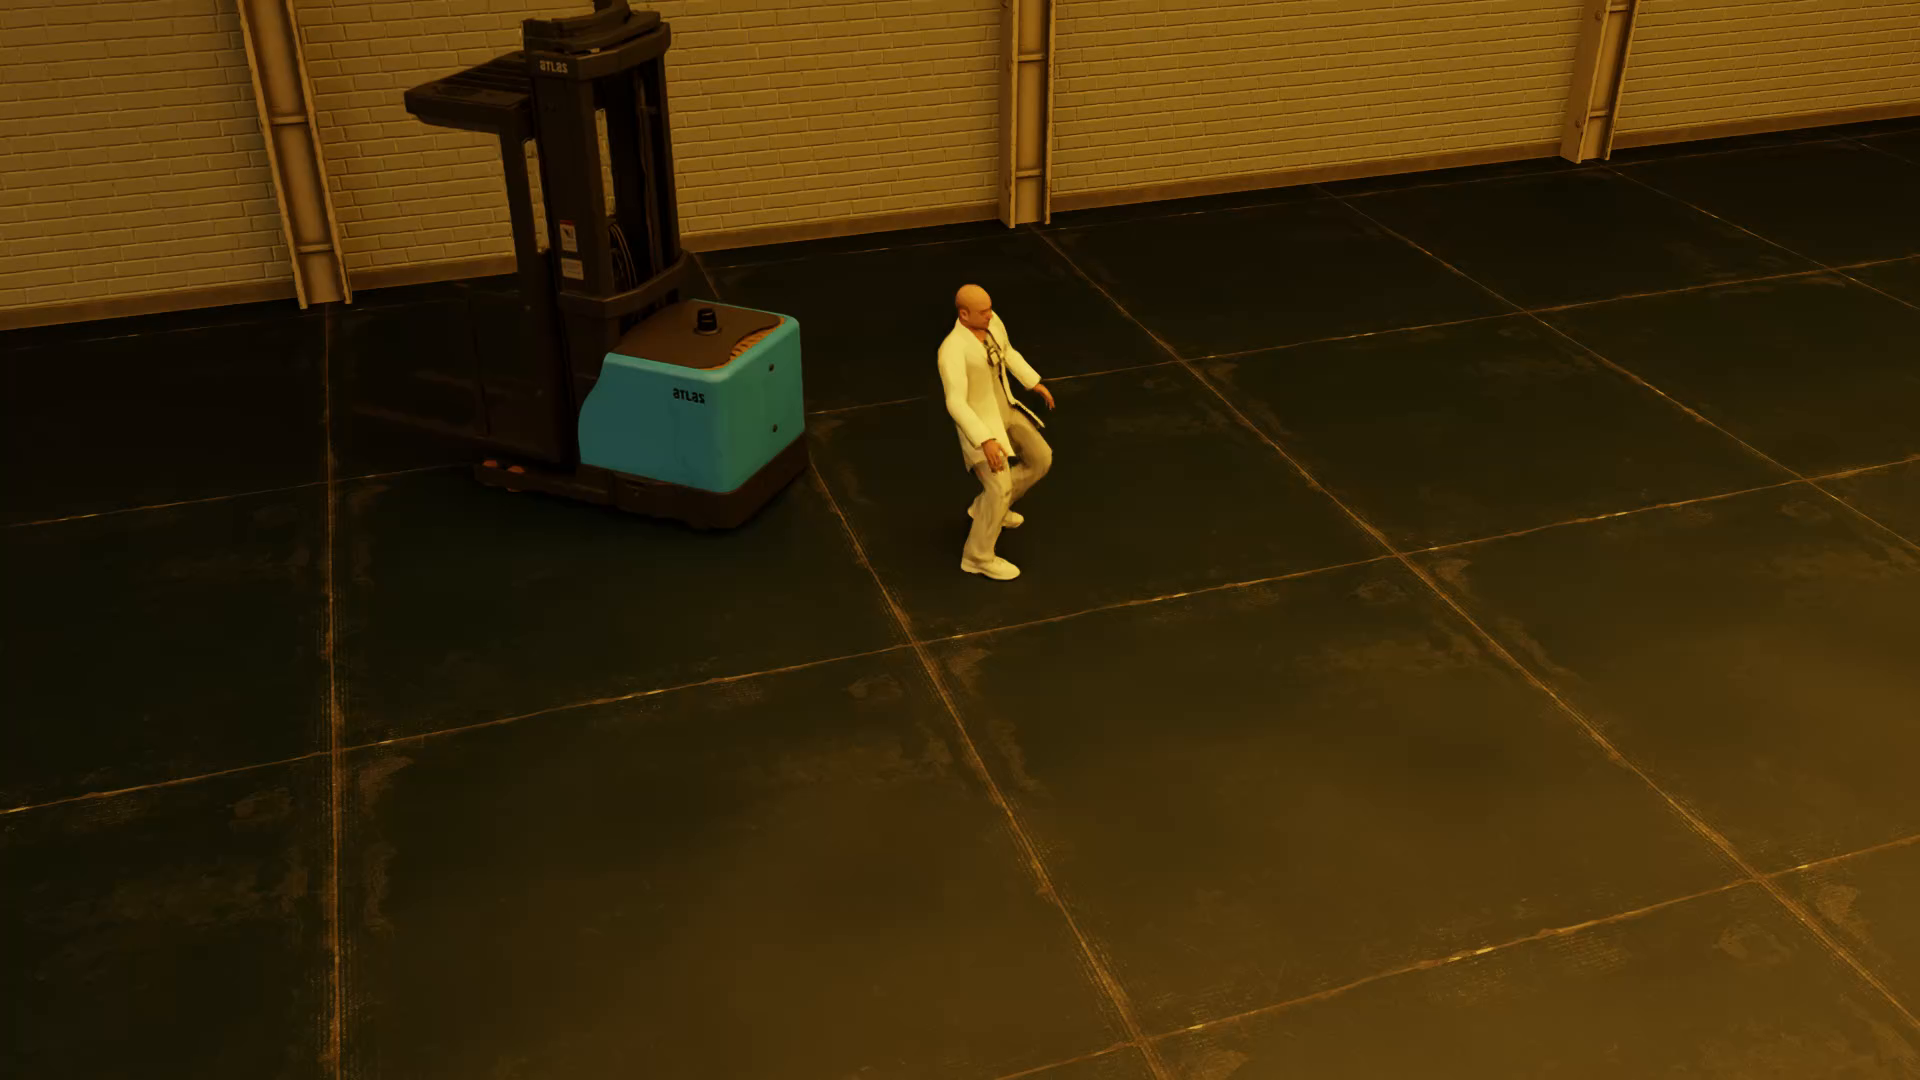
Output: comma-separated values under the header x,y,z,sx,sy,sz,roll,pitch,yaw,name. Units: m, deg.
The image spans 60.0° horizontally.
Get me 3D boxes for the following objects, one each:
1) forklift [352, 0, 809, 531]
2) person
x,y,z,sx,sy,sz,roll,pitch,yaw,name
-2.541,-1.799,10.213,3.031,2.935,1.130,12,32,20,forklift
0.213,-0.665,9.524,0.628,1.646,0.844,18,34,28,person
